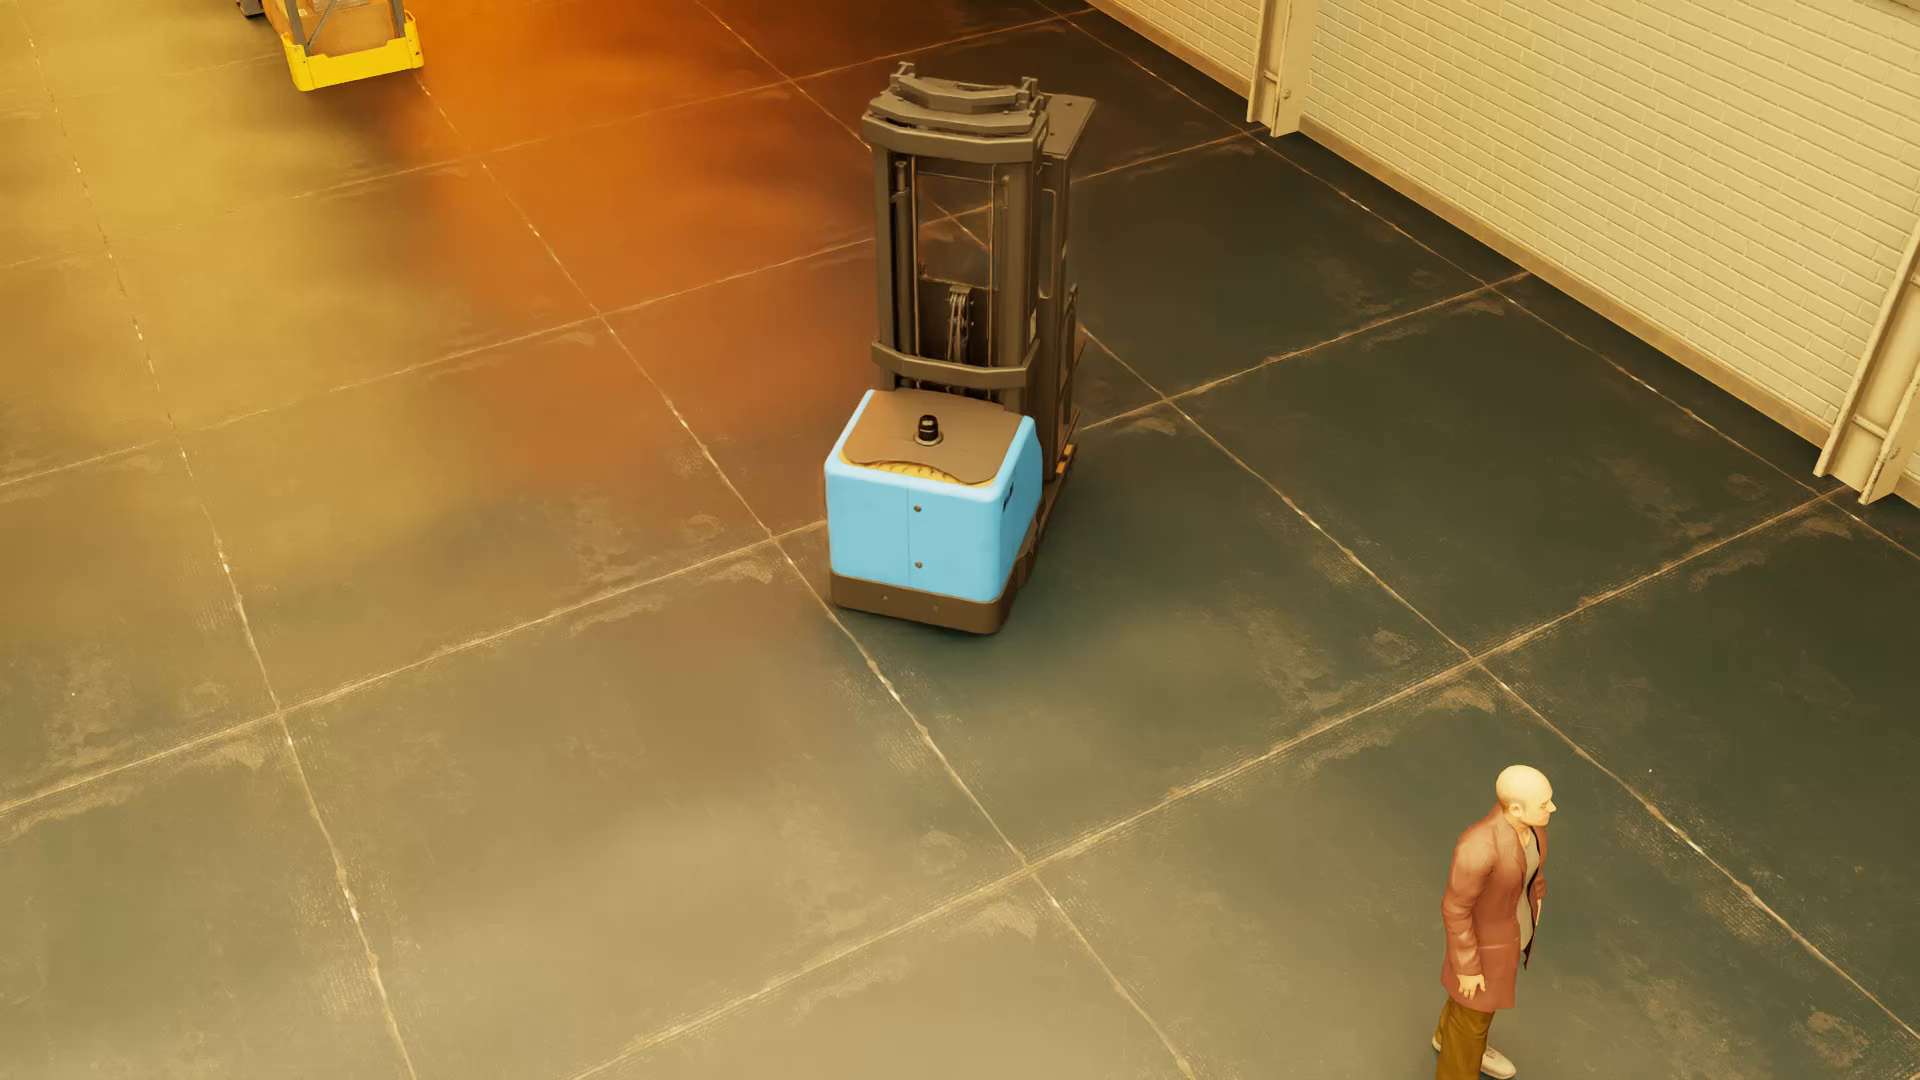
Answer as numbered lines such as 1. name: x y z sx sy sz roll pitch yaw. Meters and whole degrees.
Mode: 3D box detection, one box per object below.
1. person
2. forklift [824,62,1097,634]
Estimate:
1. person: 2.296 1.673 6.910 0.580 1.777 0.698 30 48 31
2. forklift: 0.136 -1.535 9.887 1.130 2.935 3.031 11 41 13
